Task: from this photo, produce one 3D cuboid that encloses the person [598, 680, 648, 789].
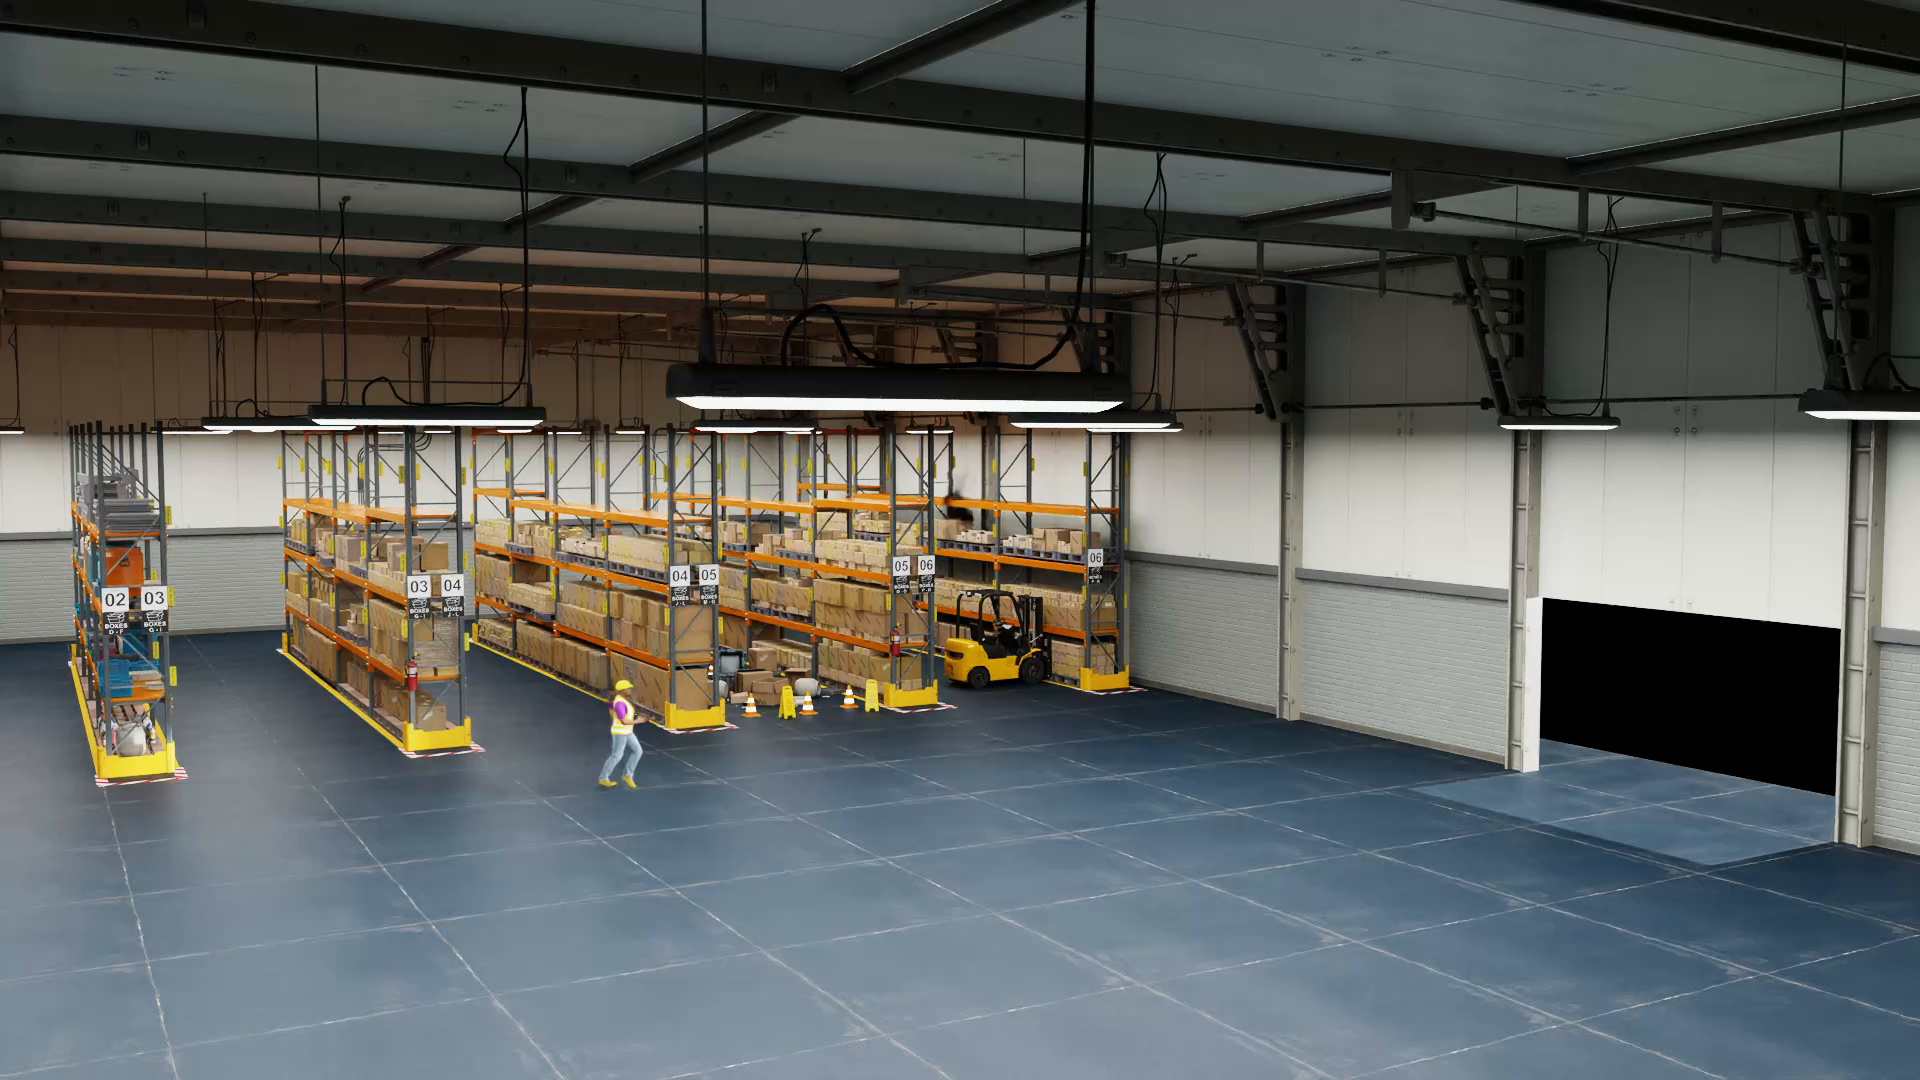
[{"bbox_3d":[-5.471,3.175,27.040,0.823,1.808,0.668,0,4,1],"label":"person"}]
